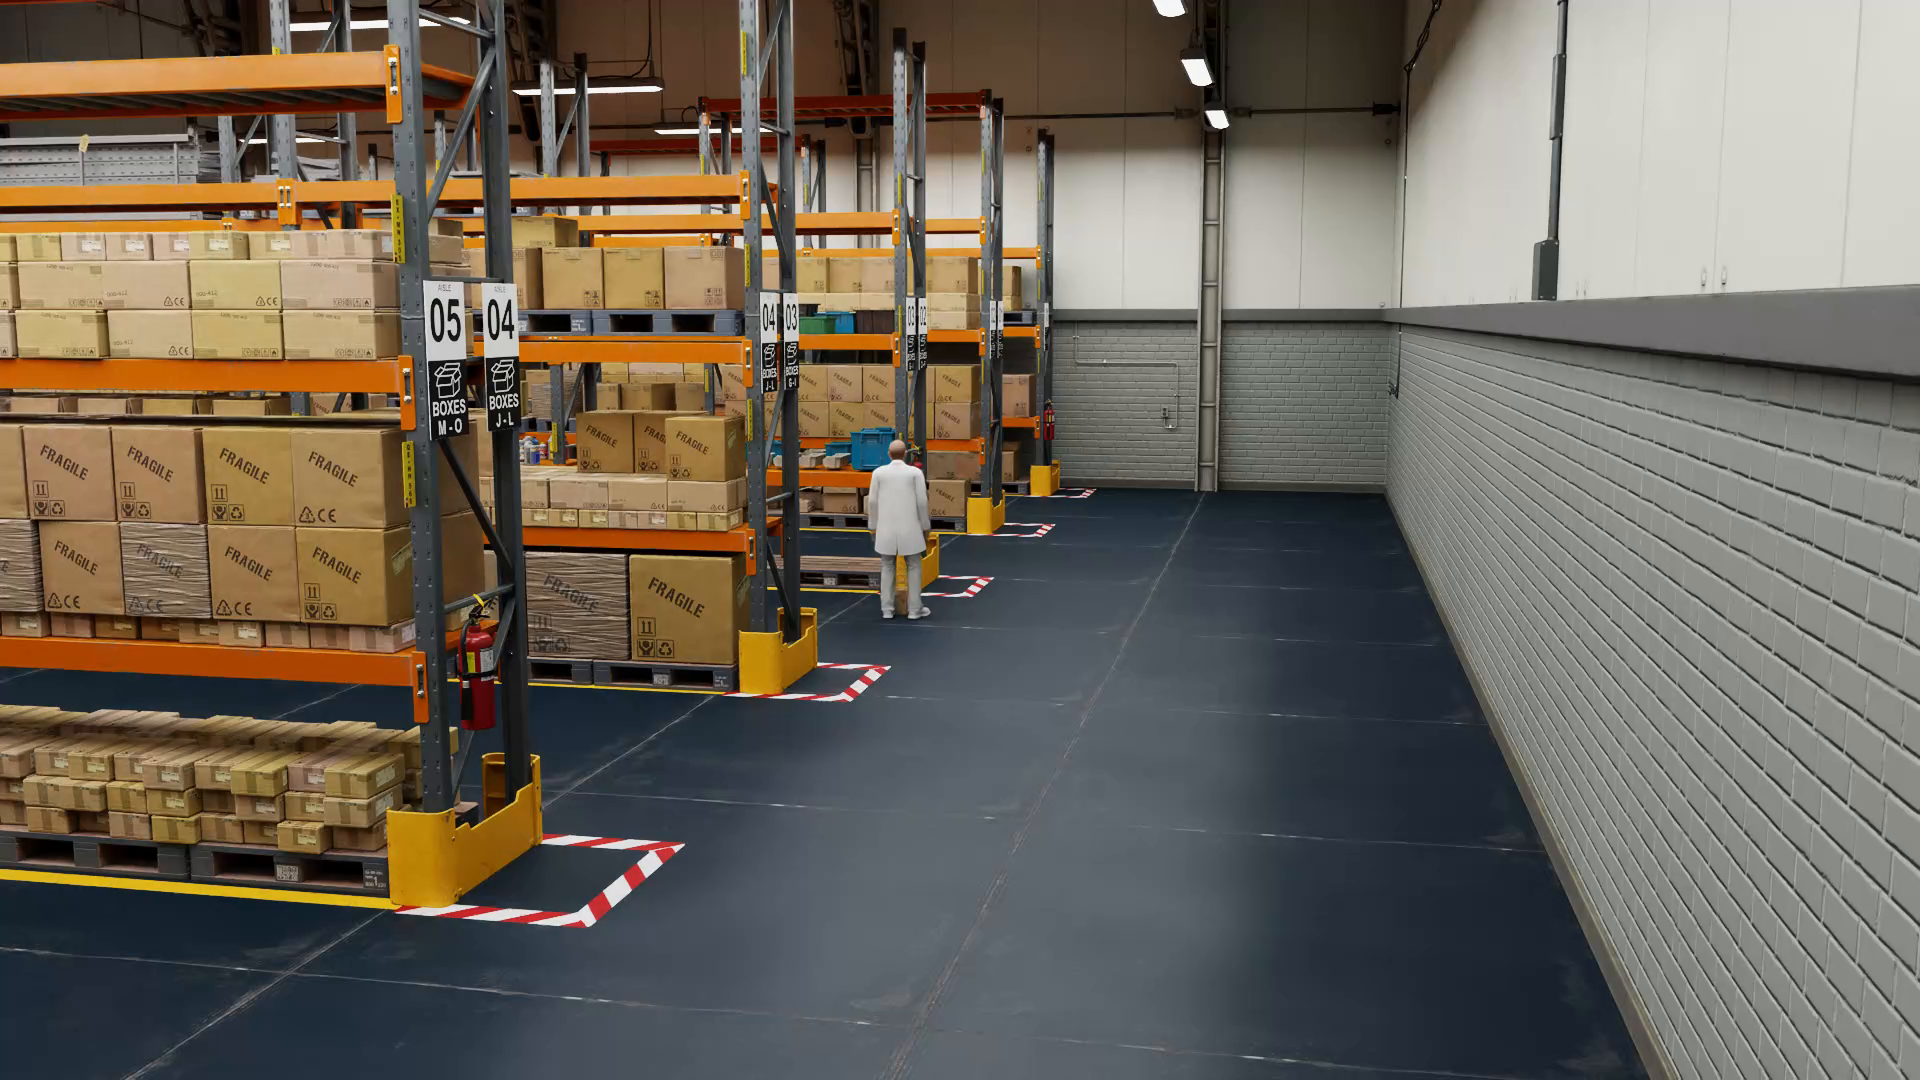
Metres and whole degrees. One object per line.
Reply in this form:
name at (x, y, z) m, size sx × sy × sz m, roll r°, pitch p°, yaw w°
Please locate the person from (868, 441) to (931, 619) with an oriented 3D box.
person at (-0.608, -0.104, 16.624) m, size 0.635 × 1.773 × 0.427 m, roll 1°, pitch 8°, yaw 9°
